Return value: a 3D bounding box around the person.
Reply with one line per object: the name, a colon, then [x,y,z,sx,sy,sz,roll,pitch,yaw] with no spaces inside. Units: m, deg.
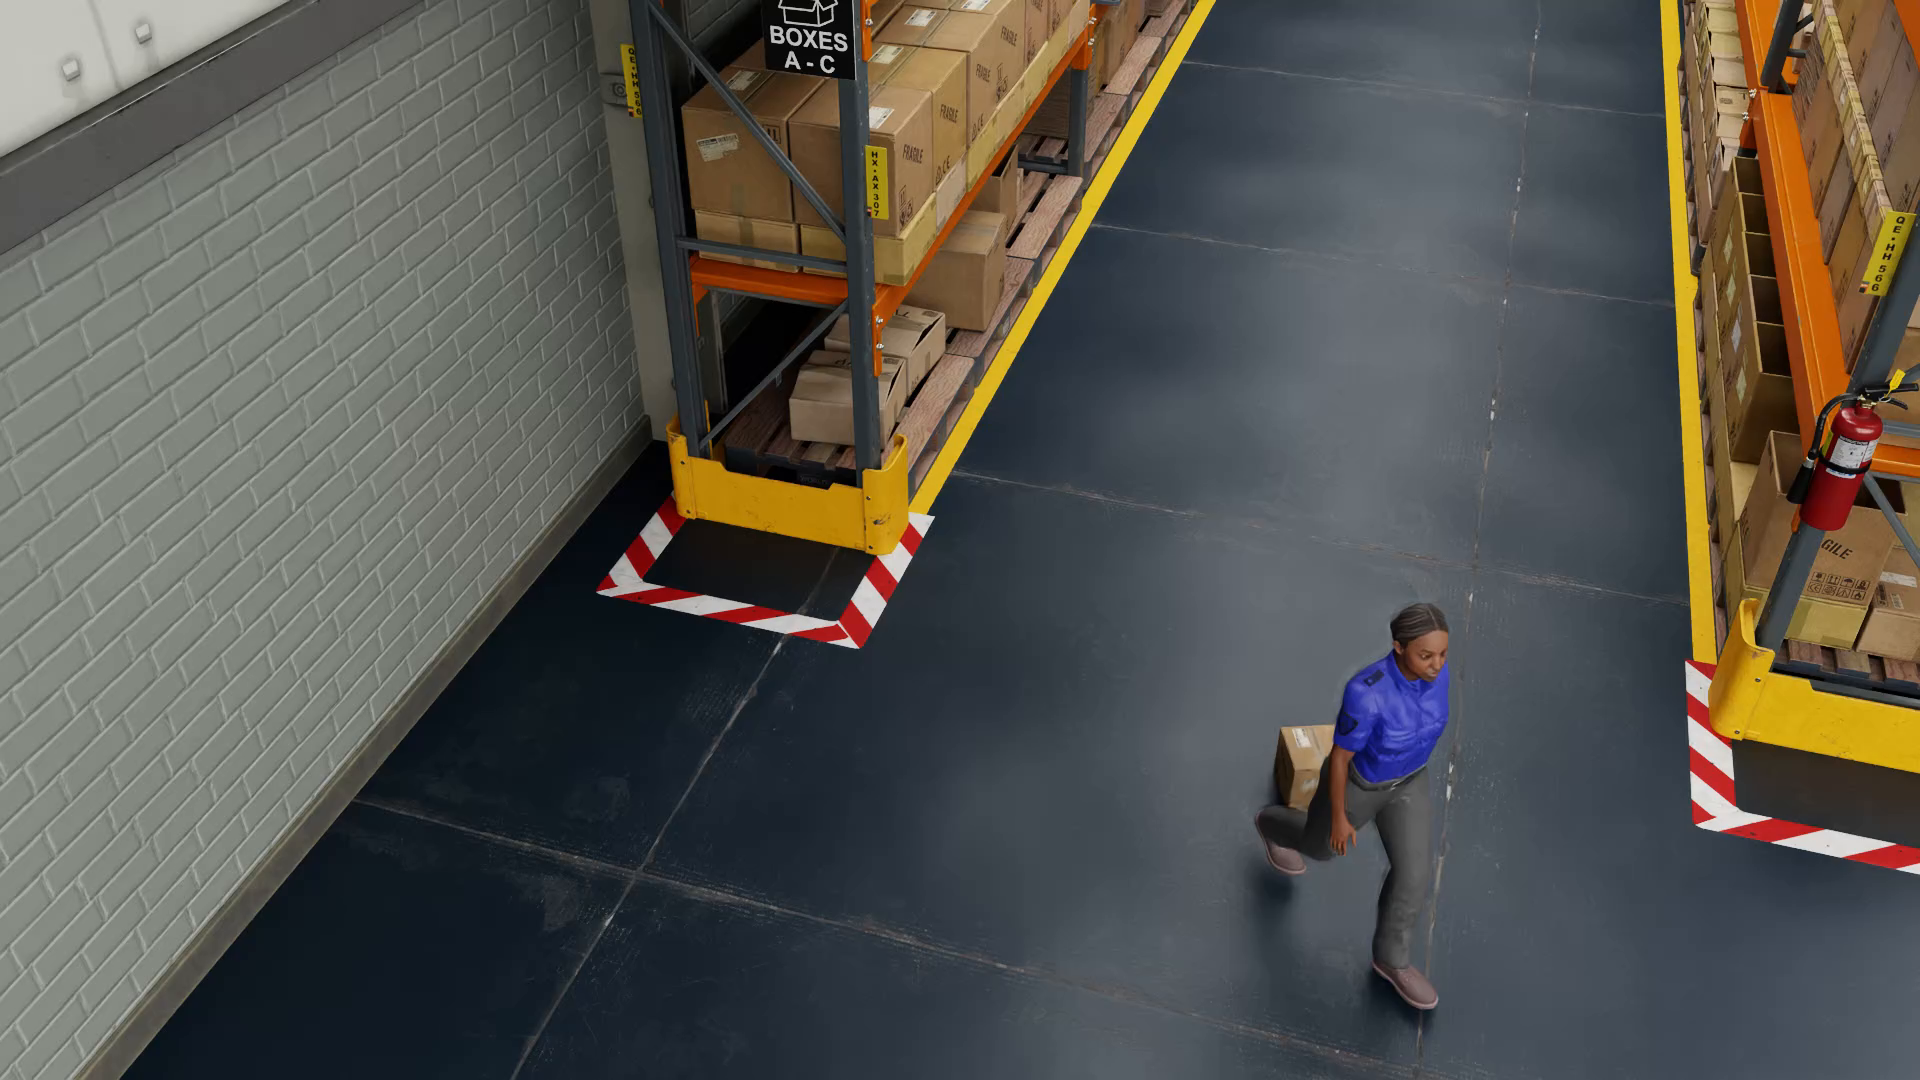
person: [1.418,0.820,5.816,0.462,1.607,0.971,-15,40,-19]
